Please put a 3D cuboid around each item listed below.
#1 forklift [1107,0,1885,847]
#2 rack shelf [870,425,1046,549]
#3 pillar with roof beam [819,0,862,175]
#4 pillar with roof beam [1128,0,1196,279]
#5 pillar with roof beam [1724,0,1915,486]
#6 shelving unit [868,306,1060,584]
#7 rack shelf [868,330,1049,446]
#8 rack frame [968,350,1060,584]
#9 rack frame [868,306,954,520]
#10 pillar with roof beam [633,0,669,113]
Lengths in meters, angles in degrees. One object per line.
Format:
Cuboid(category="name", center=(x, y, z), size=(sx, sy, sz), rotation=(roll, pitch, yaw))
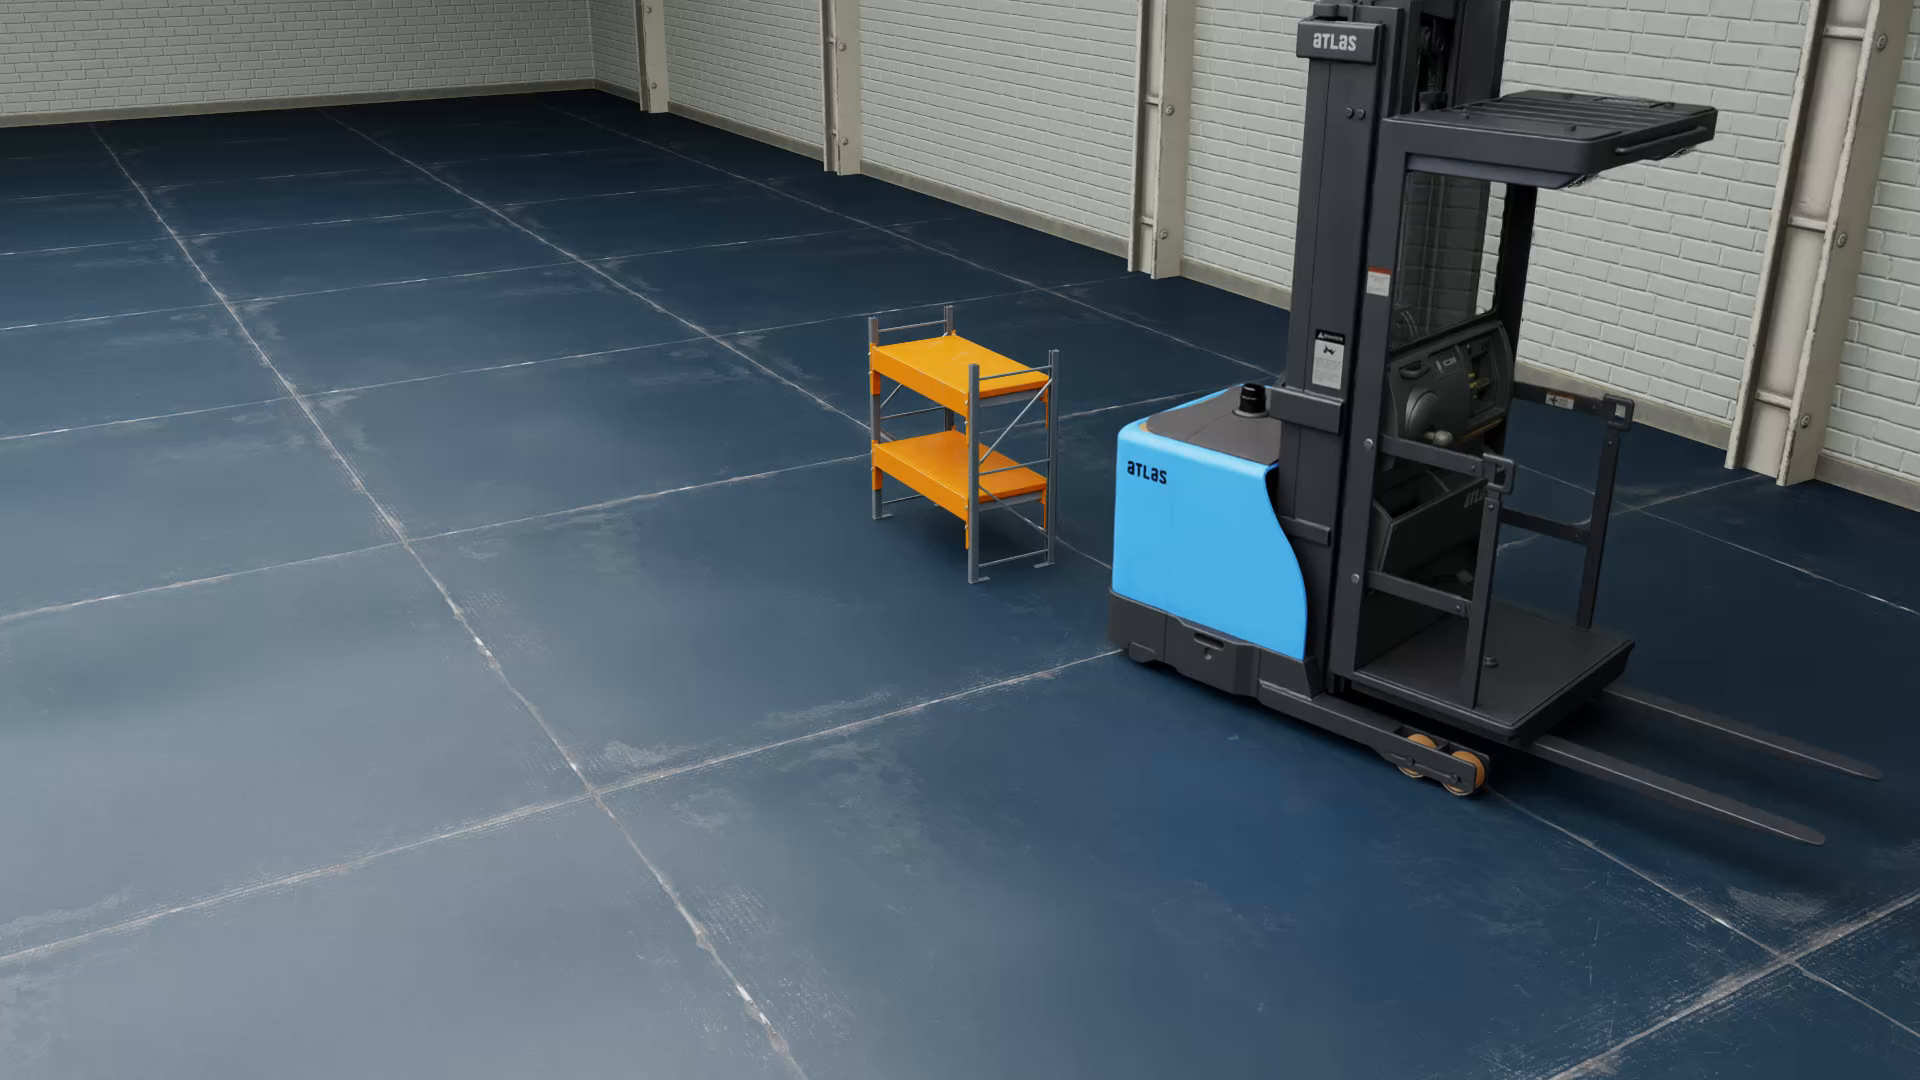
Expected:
Cuboid(category="forklift", center=(2.076, -0.597, 6.387), size=(3.031, 2.935, 1.130), rotation=(20, 29, 40))
Cuboid(category="rack shelf", center=(0.003, -0.292, 8.686), size=(0.538, 0.278, 1.000), rotation=(-13, 25, -28))
Cuboid(category="pillar with roof beam", center=(-5.058, -7.626, 15.624), size=(9.100, 9.000, 0.400), rotation=(-13, 25, -28))
Cuboid(category="pillar with roof beam", center=(-1.993, -5.684, 10.845), size=(9.100, 9.000, 0.400), rotation=(-13, 25, -28))
Cuboid(category="pillar with roof beam", center=(1.072, -3.742, 6.067), size=(9.100, 9.000, 0.400), rotation=(-13, 25, -28))
Cuboid(category="shelving unit", center=(0.003, -0.519, 8.594), size=(0.538, 1.125, 1.048), rotation=(-13, 25, -28))
Cuboid(category="rack shelf", center=(0.003, -0.790, 8.484), size=(0.538, 0.278, 1.000), rotation=(-13, 25, -28))
Cuboid(category="rack frame", center=(0.263, -0.354, 8.189), size=(0.500, 1.125, 0.032), rotation=(-13, 25, -28))
Cuboid(category="rack frame", center=(-0.256, -0.683, 8.999), size=(0.500, 1.125, 0.032), rotation=(-13, 25, -28))
Cuboid(category="pillar with roof beam", center=(-8.123, -9.569, 20.402), size=(9.100, 9.000, 0.400), rotation=(-13, 25, -28))
